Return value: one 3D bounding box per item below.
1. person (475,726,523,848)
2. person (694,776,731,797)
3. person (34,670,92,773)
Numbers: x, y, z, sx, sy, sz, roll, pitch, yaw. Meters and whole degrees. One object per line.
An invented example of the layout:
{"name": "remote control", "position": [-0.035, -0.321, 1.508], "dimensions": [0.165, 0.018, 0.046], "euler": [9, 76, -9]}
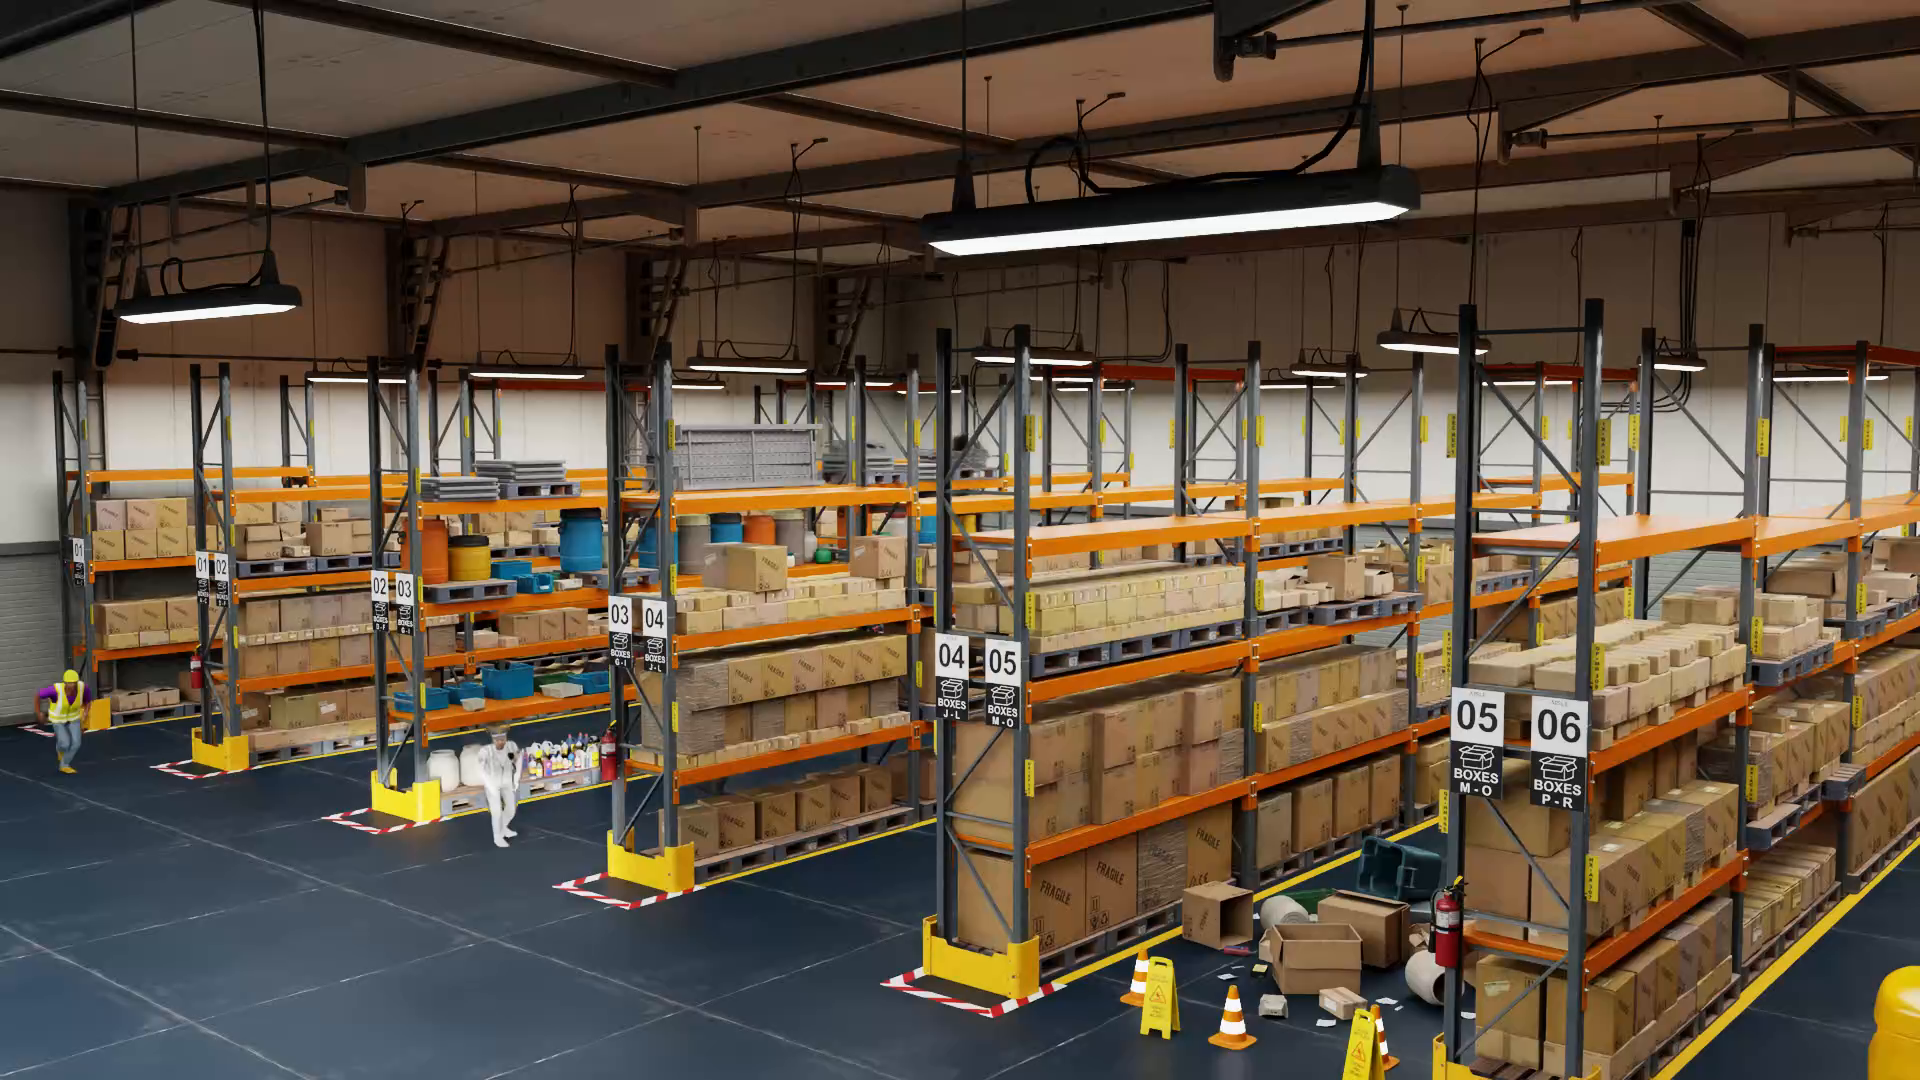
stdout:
{"name": "person", "position": [-5.583, 2.963, 20.125], "dimensions": [0.613, 1.512, 0.833], "euler": [-3, 5, -35]}
{"name": "person", "position": [-3.216, 2.927, 21.450], "dimensions": [0.971, 1.359, 0.599], "euler": [-2, 5, -30]}
{"name": "person", "position": [-13.019, 2.643, 24.156], "dimensions": [0.737, 1.569, 0.877], "euler": [-4, 5, -41]}
